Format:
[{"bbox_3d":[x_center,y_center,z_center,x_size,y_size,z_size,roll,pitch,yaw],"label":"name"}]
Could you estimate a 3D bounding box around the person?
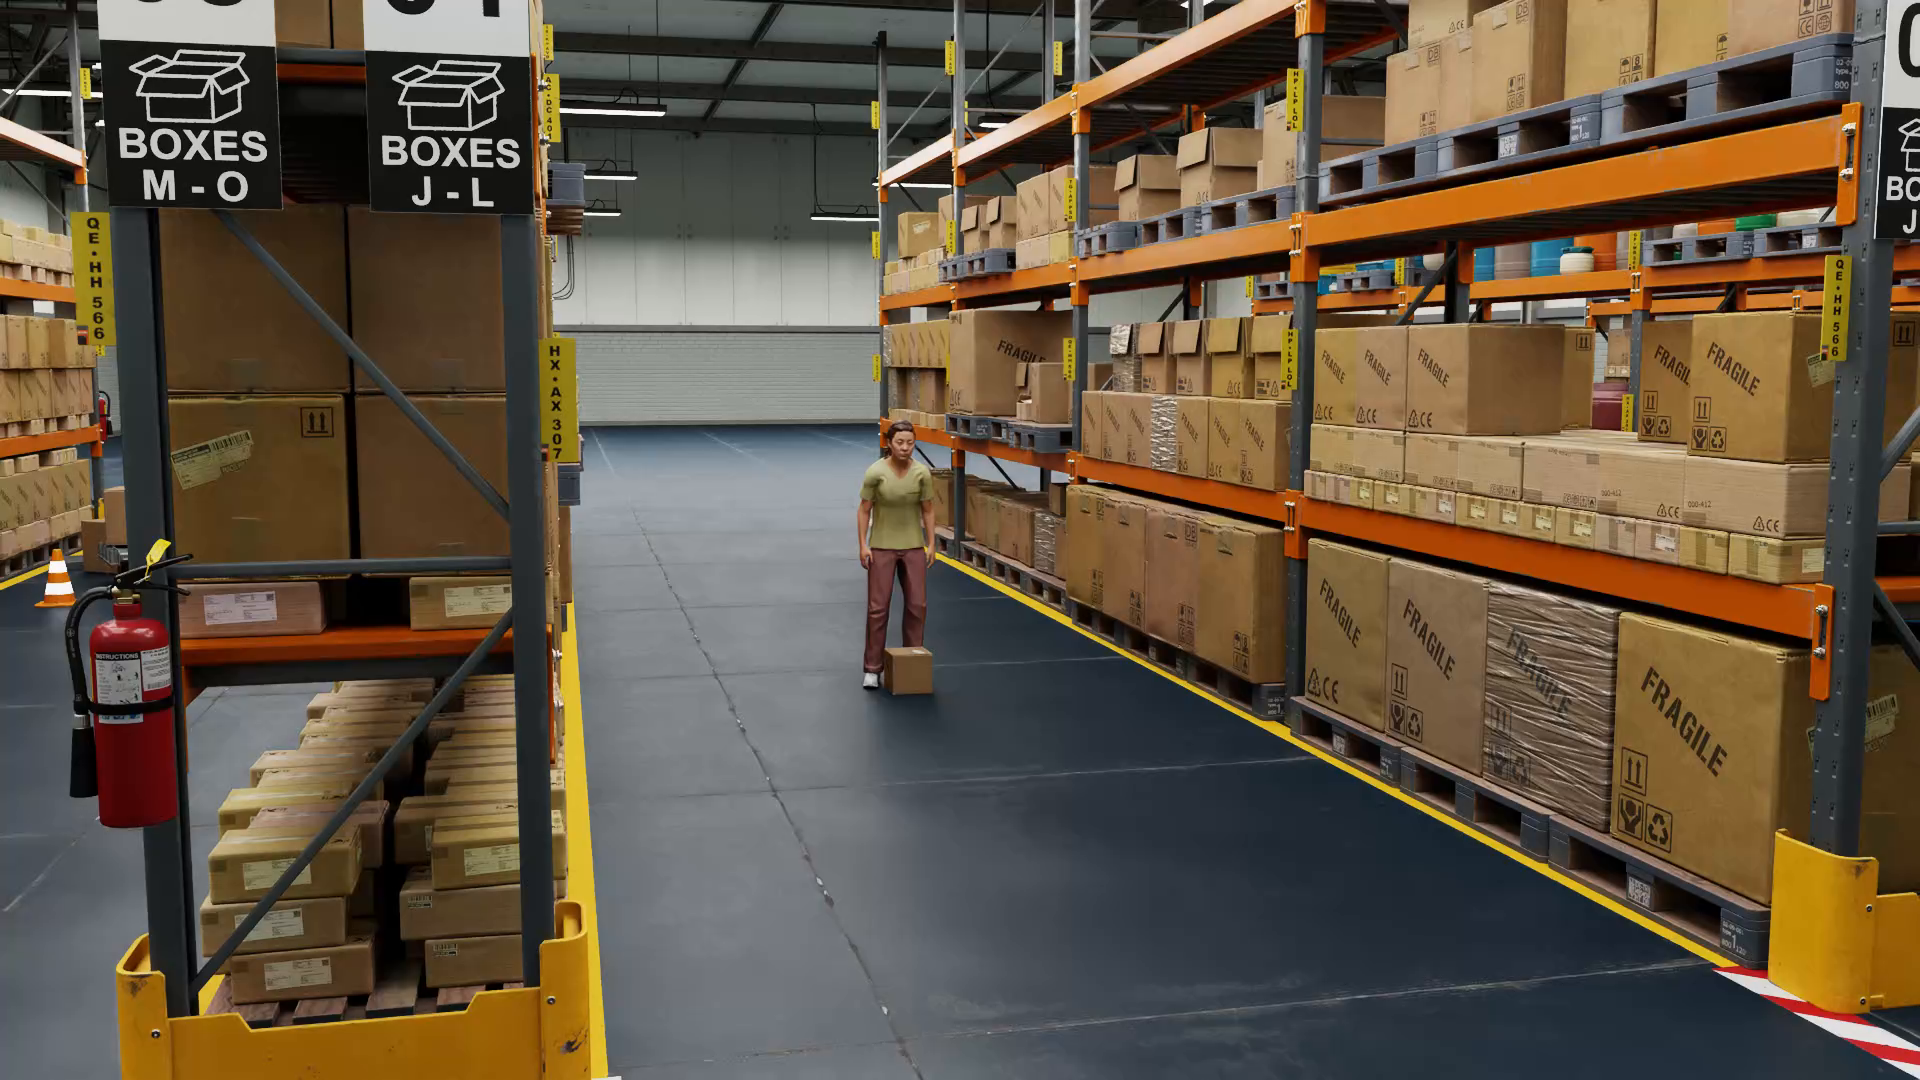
[{"bbox_3d":[-0.389,0.076,10.446,0.499,1.673,0.354,-2,6,-14],"label":"person"}]
